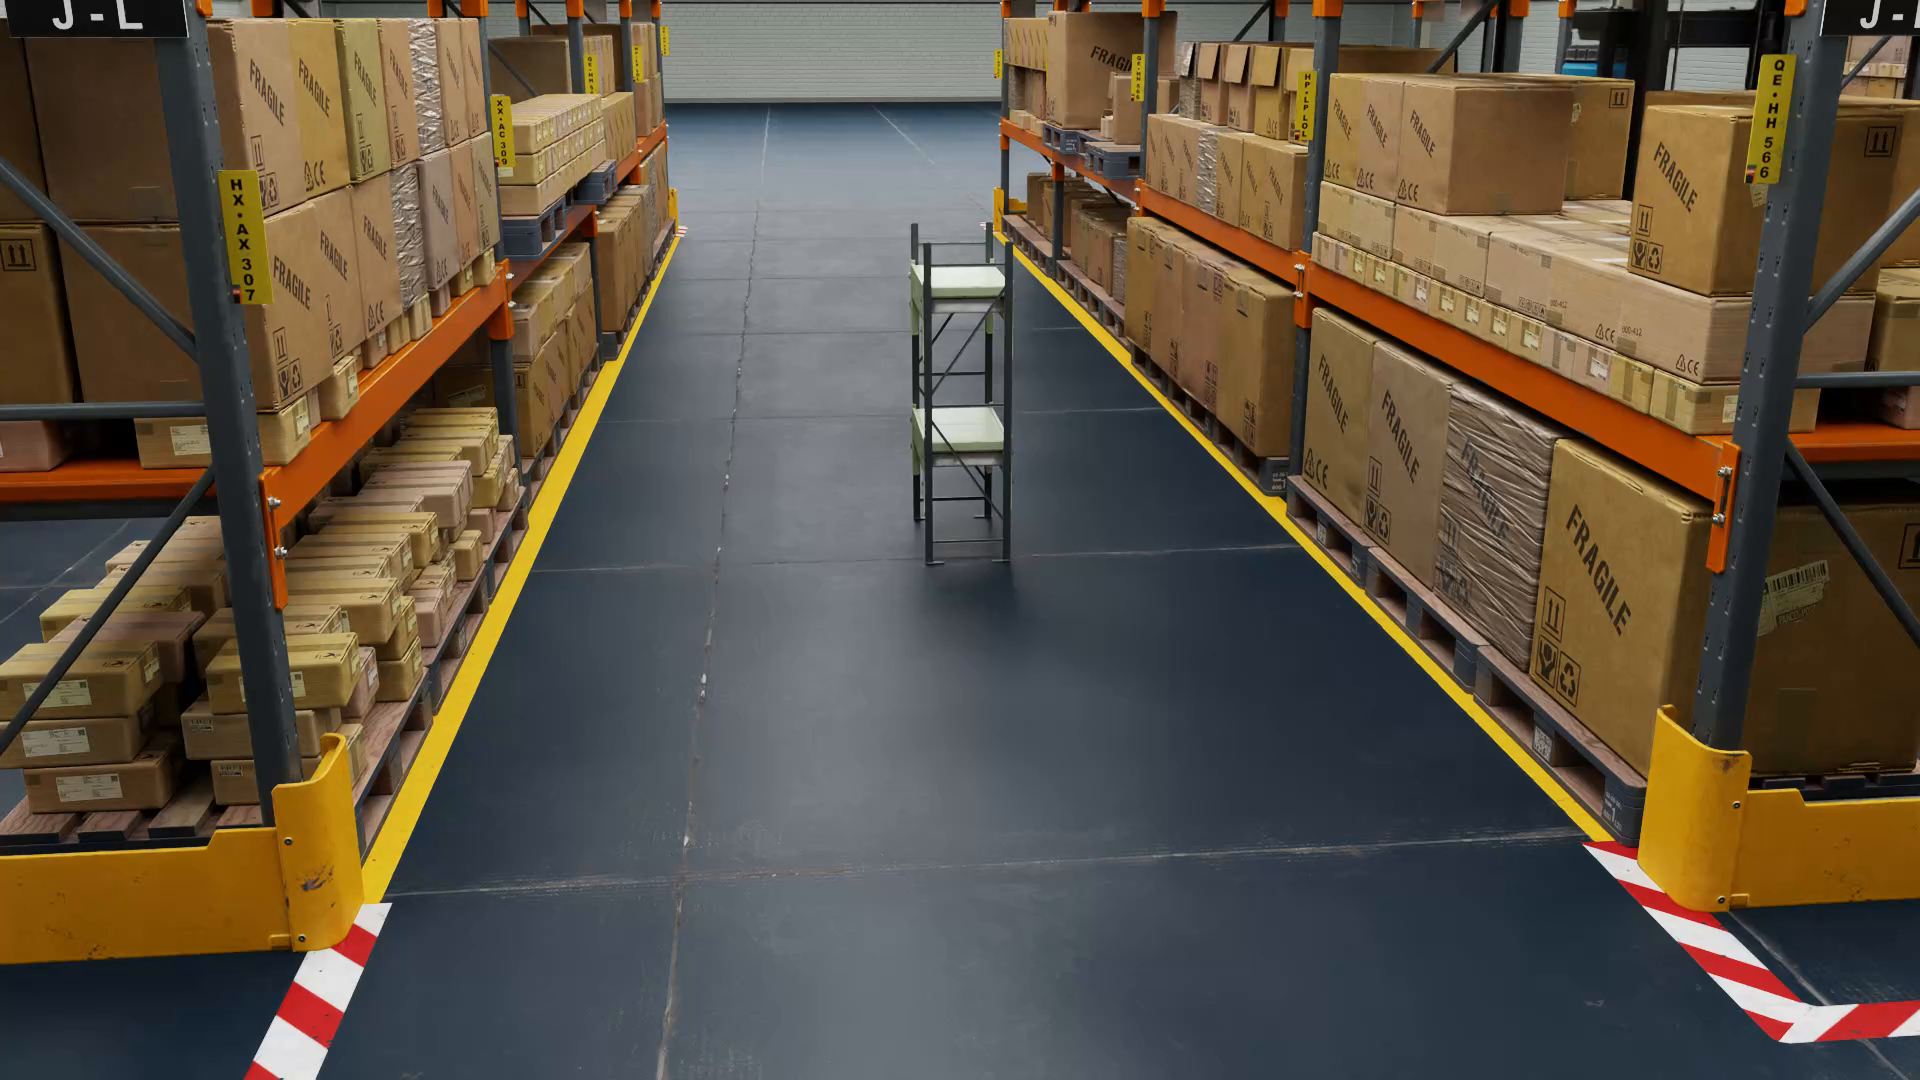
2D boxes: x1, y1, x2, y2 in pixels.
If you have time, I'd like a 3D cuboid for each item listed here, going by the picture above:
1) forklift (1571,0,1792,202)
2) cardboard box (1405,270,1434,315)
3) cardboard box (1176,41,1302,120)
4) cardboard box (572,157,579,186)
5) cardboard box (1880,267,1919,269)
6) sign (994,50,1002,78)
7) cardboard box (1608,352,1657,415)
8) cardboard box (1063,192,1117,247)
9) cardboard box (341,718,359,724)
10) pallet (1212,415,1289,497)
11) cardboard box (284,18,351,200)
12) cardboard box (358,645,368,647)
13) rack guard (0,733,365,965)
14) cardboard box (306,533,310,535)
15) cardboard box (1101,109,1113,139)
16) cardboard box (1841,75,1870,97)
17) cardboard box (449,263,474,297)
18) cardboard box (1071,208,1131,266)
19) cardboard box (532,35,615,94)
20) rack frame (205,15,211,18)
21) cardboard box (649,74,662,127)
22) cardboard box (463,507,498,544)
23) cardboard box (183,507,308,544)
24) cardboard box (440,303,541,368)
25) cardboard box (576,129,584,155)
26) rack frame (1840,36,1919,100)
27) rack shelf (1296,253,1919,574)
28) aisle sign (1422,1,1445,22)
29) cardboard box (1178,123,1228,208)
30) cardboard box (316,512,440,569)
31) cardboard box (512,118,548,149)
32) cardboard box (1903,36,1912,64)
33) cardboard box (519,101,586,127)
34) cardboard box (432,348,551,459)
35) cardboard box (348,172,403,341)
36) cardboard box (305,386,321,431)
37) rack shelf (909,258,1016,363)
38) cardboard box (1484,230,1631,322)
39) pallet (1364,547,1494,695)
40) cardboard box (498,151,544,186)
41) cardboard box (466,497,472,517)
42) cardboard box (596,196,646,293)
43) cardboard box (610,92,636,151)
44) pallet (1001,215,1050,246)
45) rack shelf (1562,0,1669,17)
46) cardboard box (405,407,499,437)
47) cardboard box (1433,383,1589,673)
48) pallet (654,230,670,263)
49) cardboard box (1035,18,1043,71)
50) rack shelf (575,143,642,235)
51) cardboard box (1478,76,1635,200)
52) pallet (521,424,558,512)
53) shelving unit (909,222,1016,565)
[{"bbox_3d":[4.407,-2.244,10.431,1.130,2.935,3.031,1,17,4],"label":"forklift"},{"bbox_3d":[2.065,-1.023,6.848,0.380,0.149,0.250,-2,17,-5],"label":"cardboard box"},{"bbox_3d":[1.878,-3.128,11.289,0.797,0.503,0.637,-1,17,-4],"label":"cardboard box"},{"bbox_3d":[-2.458,-2.181,9.834,0.380,0.149,0.250,-3,18,-8],"label":"cardboard box"},{"bbox_3d":[2.803,-0.812,5.511,0.500,0.250,0.500,-2,18,-6],"label":"cardboard box"},{"bbox_3d":[0.454,-5.599,19.559,0.100,0.325,0.005,-2,18,-6],"label":"sign"},{"bbox_3d":[2.251,-0.490,5.148,0.380,0.149,0.250,-2,18,-5],"label":"cardboard box"},{"bbox_3d":[1.338,-3.310,17.184,0.500,0.500,0.500,4,18,12],"label":"cardboard box"},{"bbox_3d":[-2.144,0.605,5.299,0.380,0.149,0.250,-2,18,-6],"label":"cardboard box"},{"bbox_3d":[2.077,-0.525,9.497,1.003,0.211,1.213,-2,18,-6],"label":"pallet"},{"bbox_3d":[-2.140,-1.272,4.887,0.500,0.500,0.500,-1,17,-4],"label":"cardboard box"},{"bbox_3d":[-2.184,0.387,5.497,0.380,0.149,0.250,-2,17,-5],"label":"cardboard box"},{"bbox_3d":[-2.308,0.857,4.613,1.175,0.500,0.348,-2,18,-6],"label":"rack guard"},{"bbox_3d":[-2.824,0.016,6.682,0.380,0.149,0.250,-2,18,-6],"label":"cardboard box"},{"bbox_3d":[1.378,-3.444,13.663,0.396,0.266,0.258,-2,18,-7],"label":"cardboard box"},{"bbox_3d":[10.942,-5.260,19.756,0.700,0.500,0.500,-1,17,-4],"label":"cardboard box"},{"bbox_3d":[-2.347,-1.152,7.258,0.380,0.149,0.250,-1,17,-3],"label":"cardboard box"},{"bbox_3d":[1.448,-2.845,15.670,0.700,0.500,0.500,-3,18,-10],"label":"cardboard box"},{"bbox_3d":[-3.480,-4.265,14.919,0.700,0.500,0.500,-2,18,-7],"label":"cardboard box"},{"bbox_3d":[-8.863,-4.897,18.767,1.000,3.000,0.127,-2,18,-6],"label":"rack frame"},{"bbox_3d":[-3.788,-4.879,18.460,0.875,0.550,0.550,-2,18,-6],"label":"cardboard box"},{"bbox_3d":[-2.298,-0.082,7.488,0.380,0.149,0.250,-2,18,-7],"label":"cardboard box"},{"bbox_3d":[-2.747,-0.053,6.404,0.380,0.149,0.250,-2,18,-5],"label":"cardboard box"},{"bbox_3d":[-2.526,-1.099,8.888,0.500,0.250,0.500,-3,18,-8],"label":"cardboard box"},{"bbox_3d":[-2.486,-2.401,10.040,0.380,0.149,0.250,-1,17,-4],"label":"cardboard box"},{"bbox_3d":[6.746,-2.973,12.638,1.000,3.000,0.127,-2,18,-6],"label":"rack frame"},{"bbox_3d":[2.438,-0.689,6.564,1.077,0.370,4.000,-2,18,-6],"label":"rack shelf"},{"bbox_3d":[5.622,-6.609,19.880,0.394,0.787,0.004,-2,18,-6],"label":"aisle sign"},{"bbox_3d":[1.710,-2.408,10.672,0.500,0.500,0.500,-2,18,-7],"label":"cardboard box"},{"bbox_3d":[-2.171,0.005,6.219,0.380,0.149,0.250,-2,17,-5],"label":"cardboard box"},{"bbox_3d":[-2.330,-2.083,8.531,0.380,0.149,0.250,-1,17,-4],"label":"cardboard box"},{"bbox_3d":[11.053,-5.563,18.557,0.700,0.500,0.500,-2,18,-6],"label":"cardboard box"},{"bbox_3d":[-2.517,-2.625,10.254,0.380,0.149,0.250,-2,18,-6],"label":"cardboard box"},{"bbox_3d":[-2.525,-0.741,9.001,0.500,0.500,0.500,-1,17,-3],"label":"cardboard box"},{"bbox_3d":[-2.190,-0.950,5.531,0.500,0.500,0.500,-2,17,-5],"label":"cardboard box"},{"bbox_3d":[-2.075,-0.374,4.781,0.380,0.149,0.250,-1,17,-4],"label":"cardboard box"},{"bbox_3d":[-0.001,-1.090,7.842,0.431,0.370,0.720,-2,18,-6],"label":"rack shelf"},{"bbox_3d":[2.226,-0.945,5.934,0.500,0.250,0.500,-2,18,-8],"label":"cardboard box"},{"bbox_3d":[2.361,0.296,6.882,1.003,0.211,1.213,-2,18,-6],"label":"pallet"},{"bbox_3d":[-2.295,-1.859,8.311,0.380,0.149,0.250,-1,17,-5],"label":"cardboard box"},{"bbox_3d":[-2.350,-0.165,7.258,0.380,0.149,0.250,-2,18,-5],"label":"cardboard box"},{"bbox_3d":[-3.288,-2.545,14.332,1.050,0.750,0.750,-2,18,-6],"label":"cardboard box"},{"bbox_3d":[-3.218,-3.789,15.070,0.500,0.500,0.500,-2,18,-6],"label":"cardboard box"},{"bbox_3d":[1.050,-3.607,19.313,1.003,0.211,1.213,-2,18,-6],"label":"pallet"},{"bbox_3d":[6.539,-4.656,14.194,1.077,0.370,4.000,-2,18,-6],"label":"rack shelf"},{"bbox_3d":[-2.417,-0.531,7.925,0.380,0.149,0.250,-1,17,-4],"label":"cardboard box"},{"bbox_3d":[2.405,-0.082,6.277,0.875,0.875,0.875,-2,18,-6],"label":"cardboard box"},{"bbox_3d":[-3.667,-3.151,17.861,1.003,0.211,1.213,-2,18,-6],"label":"pallet"},{"bbox_3d":[1.033,-4.952,16.611,0.500,0.500,0.500,-2,18,-6],"label":"cardboard box"},{"bbox_3d":[-3.331,-2.949,13.764,1.077,0.370,4.000,-2,18,-6],"label":"rack shelf"},{"bbox_3d":[2.593,-1.778,7.334,0.500,0.500,0.500,-2,18,-5],"label":"cardboard box"},{"bbox_3d":[-2.794,-0.406,9.118,1.003,0.211,1.213,-2,18,-6],"label":"pallet"},{"bbox_3d":[-0.001,-0.718,7.959,0.431,1.500,0.755,-2,18,-6],"label":"shelving unit"}]
